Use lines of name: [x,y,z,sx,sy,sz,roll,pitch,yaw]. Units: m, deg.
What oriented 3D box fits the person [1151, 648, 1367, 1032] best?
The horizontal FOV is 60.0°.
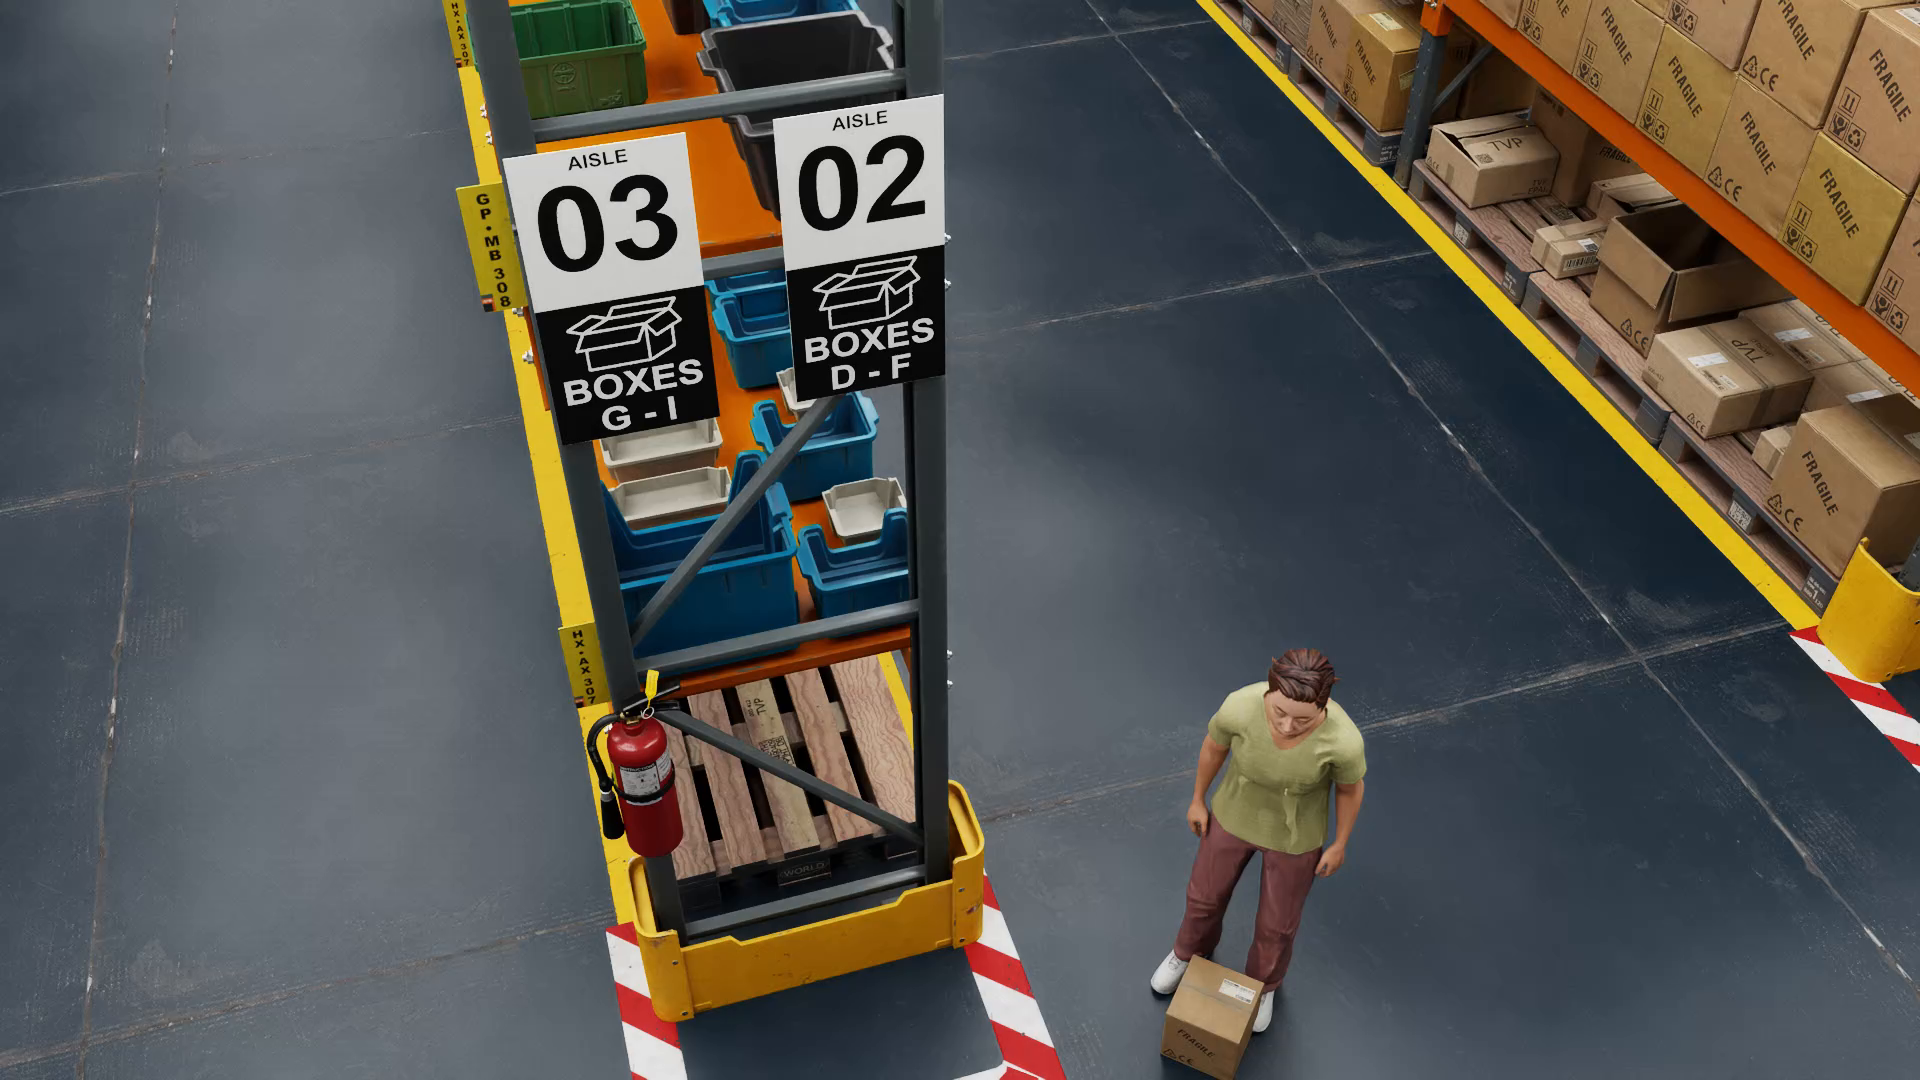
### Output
person: [0.945,0.906,5.170,0.520,1.671,0.363,17,45,18]
